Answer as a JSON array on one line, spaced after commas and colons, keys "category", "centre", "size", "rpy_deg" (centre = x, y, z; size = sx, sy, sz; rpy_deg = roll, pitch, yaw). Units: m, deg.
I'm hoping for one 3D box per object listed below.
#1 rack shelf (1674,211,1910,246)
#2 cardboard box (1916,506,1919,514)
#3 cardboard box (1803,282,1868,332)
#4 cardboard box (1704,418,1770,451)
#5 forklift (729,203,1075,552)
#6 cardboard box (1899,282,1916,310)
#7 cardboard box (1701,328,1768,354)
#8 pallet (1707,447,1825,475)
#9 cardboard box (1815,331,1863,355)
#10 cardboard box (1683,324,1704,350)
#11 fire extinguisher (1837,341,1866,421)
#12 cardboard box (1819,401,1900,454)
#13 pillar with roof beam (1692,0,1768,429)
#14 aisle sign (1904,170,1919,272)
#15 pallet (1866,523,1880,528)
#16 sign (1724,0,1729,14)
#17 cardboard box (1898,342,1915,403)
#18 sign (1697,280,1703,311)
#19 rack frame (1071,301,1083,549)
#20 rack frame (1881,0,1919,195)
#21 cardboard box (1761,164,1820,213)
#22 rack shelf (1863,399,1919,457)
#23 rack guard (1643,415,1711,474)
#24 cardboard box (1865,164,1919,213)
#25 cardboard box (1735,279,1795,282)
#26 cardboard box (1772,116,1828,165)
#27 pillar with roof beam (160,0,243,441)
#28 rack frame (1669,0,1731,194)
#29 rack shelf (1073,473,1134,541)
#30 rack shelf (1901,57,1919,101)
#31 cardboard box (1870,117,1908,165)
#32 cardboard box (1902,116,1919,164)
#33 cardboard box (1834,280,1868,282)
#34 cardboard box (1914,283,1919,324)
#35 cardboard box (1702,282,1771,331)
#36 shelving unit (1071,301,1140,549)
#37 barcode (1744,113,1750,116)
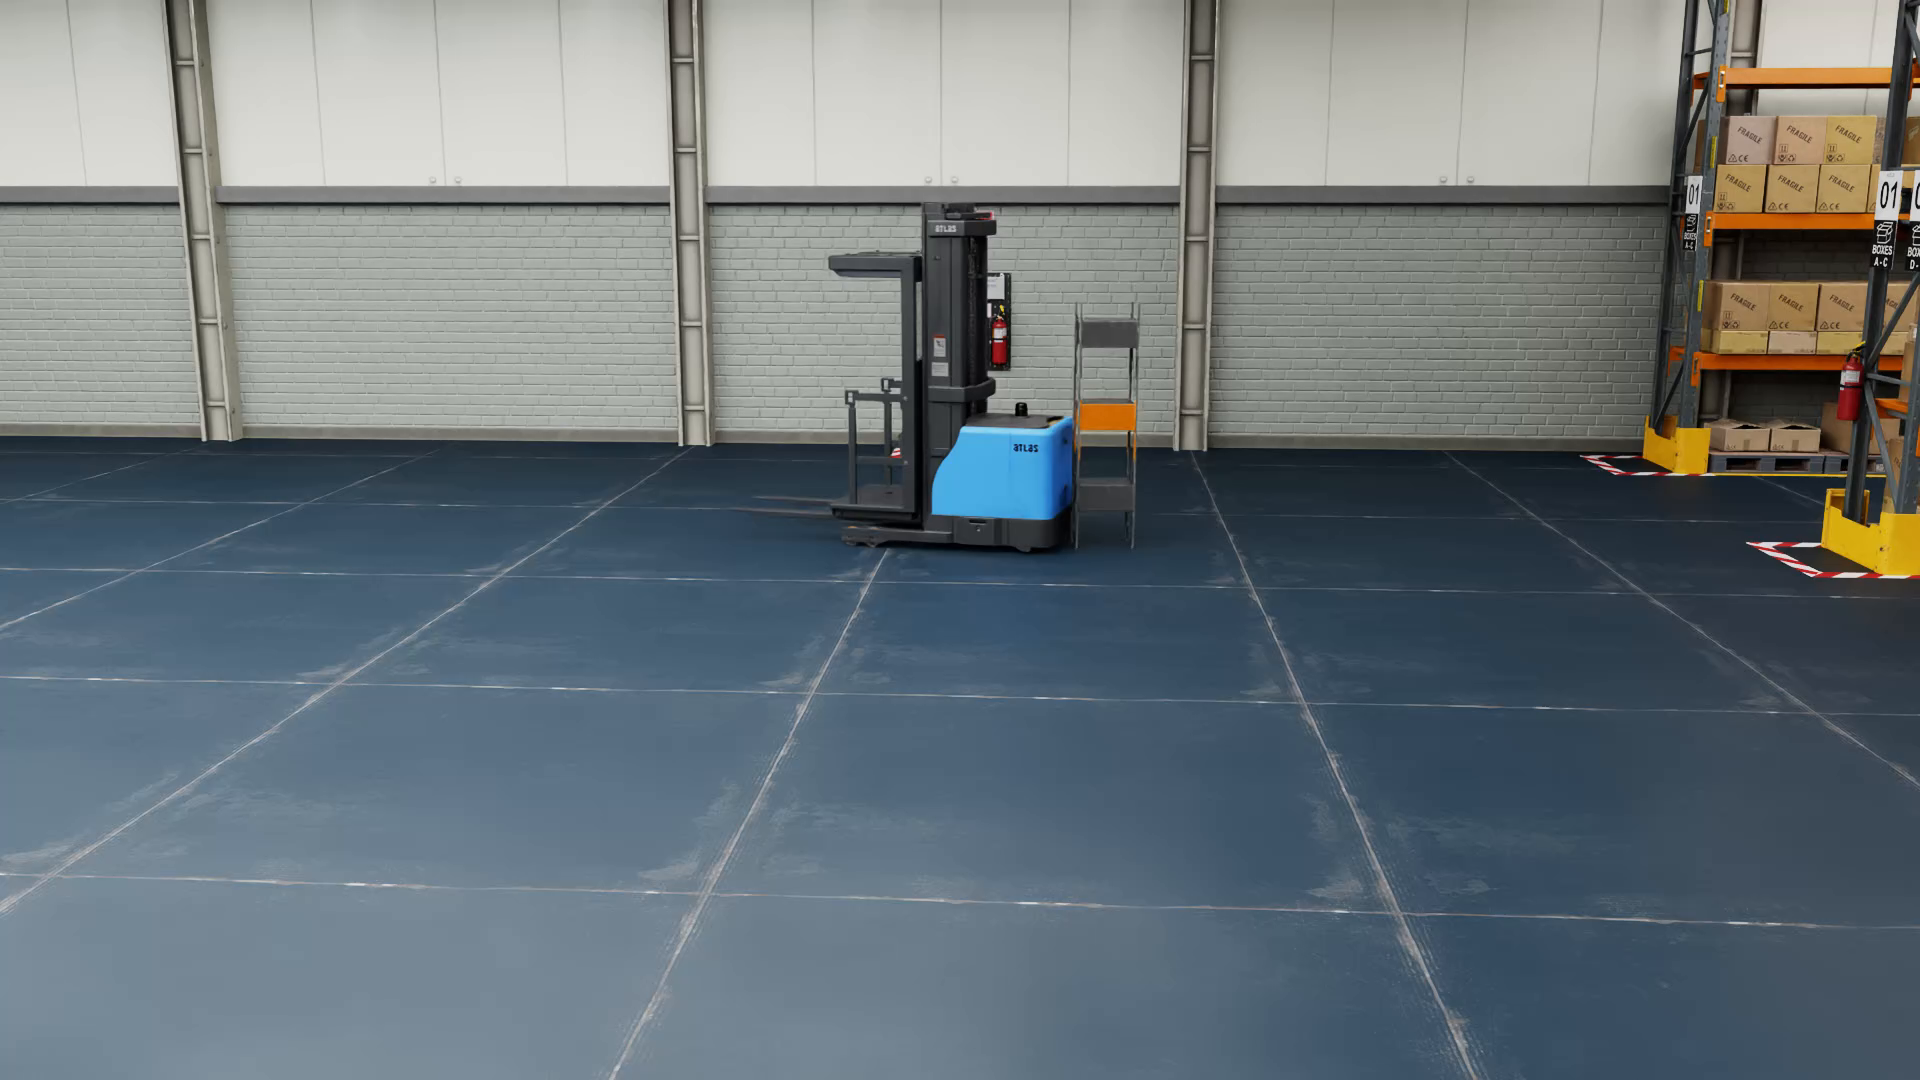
[{"category": "rack shelf", "centre": [9.991, -3.402, 18.137], "size": [4.000, 0.370, 1.077], "rpy_deg": [1, 12, 4]}, {"category": "cardboard box", "centre": [8.188, -0.108, 13.649], "size": [0.500, 0.250, 0.500], "rpy_deg": [1, 12, 4]}, {"category": "cardboard box", "centre": [9.459, -2.532, 18.031], "size": [0.500, 0.500, 0.500], "rpy_deg": [0, 12, 2]}, {"category": "cardboard box", "centre": [8.679, -1.185, 18.598], "size": [0.500, 0.311, 0.500], "rpy_deg": [-1, 12, -3]}, {"category": "forklift", "centre": [-0.542, -1.479, 14.682], "size": [3.031, 2.935, 1.130], "rpy_deg": [3, 12, 15]}, {"category": "cardboard box", "centre": [10.494, -2.520, 17.976], "size": [0.500, 0.500, 0.500], "rpy_deg": [0, 12, 2]}, {"category": "cardboard box", "centre": [8.461, -2.178, 18.172], "size": [0.500, 0.250, 0.500], "rpy_deg": [0, 12, 2]}, {"category": "pallet", "centre": [8.879, -0.929, 18.694], "size": [1.213, 0.211, 1.003], "rpy_deg": [1, 12, 4]}, {"category": "cardboard box", "centre": [9.488, -2.166, 18.113], "size": [0.500, 0.250, 0.500], "rpy_deg": [1, 12, 3]}, {"category": "cardboard box", "centre": [8.475, -2.283, 18.673], "size": [0.500, 0.250, 0.500], "rpy_deg": [1, 12, 5]}, {"category": "fire extinguisher", "centre": [7.581, -1.360, 14.132], "size": [0.183, 0.674, 0.296], "rpy_deg": [1, 12, 4]}, {"category": "cardboard box", "centre": [9.977, -1.249, 18.445], "size": [0.500, 0.500, 0.700], "rpy_deg": [0, 12, 0]}, {"category": "pillar with roof beam", "centre": [8.464, -4.537, 14.482], "size": [0.400, 9.000, 9.100], "rpy_deg": [1, 12, 4]}, {"category": "aisle sign", "centre": [7.582, -2.512, 13.102], "size": [0.004, 0.787, 0.394], "rpy_deg": [1, 12, 4]}, {"category": "pallet", "centre": [8.434, 0.065, 13.939], "size": [1.213, 0.211, 1.003], "rpy_deg": [1, 12, 4]}, {"category": "sign", "centre": [7.959, -5.635, 17.253], "size": [0.005, 0.325, 0.100], "rpy_deg": [1, 12, 4]}, {"category": "cardboard box", "centre": [8.133, -1.341, 13.610], "size": [0.500, 0.500, 0.700], "rpy_deg": [1, 12, 4]}, {"category": "sign", "centre": [7.959, -2.626, 17.883], "size": [0.005, 0.325, 0.100], "rpy_deg": [1, 12, 4]}, {"category": "rack frame", "centre": [1.005, -0.988, 14.351], "size": [0.015, 2.100, 0.400], "rpy_deg": [0, 12, -3]}, {"category": "rack frame", "centre": [7.668, -4.238, 13.049], "size": [0.127, 3.000, 1.000], "rpy_deg": [1, 12, 4]}, {"category": "cardboard box", "centre": [8.846, -3.770, 17.846], "size": [0.500, 0.500, 0.500], "rpy_deg": [2, 12, 8]}, {"category": "rack shelf", "centre": [9.663, -0.922, 13.606], "size": [4.000, 0.370, 1.077], "rpy_deg": [1, 12, 4]}, {"category": "rack guard", "centre": [8.071, -1.089, 18.752], "size": [0.348, 0.500, 1.175], "rpy_deg": [1, 12, 4]}, {"category": "cardboard box", "centre": [9.900, -3.761, 17.801], "size": [0.500, 0.500, 0.500], "rpy_deg": [2, 12, 7]}, {"category": "cardboard box", "centre": [8.981, -2.645, 18.572], "size": [0.500, 0.500, 0.500], "rpy_deg": [1, 12, 5]}, {"category": "cardboard box", "centre": [8.860, -4.258, 17.735], "size": [0.500, 0.500, 0.500], "rpy_deg": [1, 12, 3]}, {"category": "pillar with roof beam", "centre": [-9.496, -4.784, 15.659], "size": [0.400, 9.000, 9.100], "rpy_deg": [1, 12, 4]}, {"category": "rack frame", "centre": [7.995, -5.250, 17.887], "size": [0.127, 3.000, 1.000], "rpy_deg": [1, 12, 4]}, {"category": "rack shelf", "centre": [1.245, -0.291, 14.509], "size": [0.480, 0.518, 0.431], "rpy_deg": [0, 12, -3]}, {"category": "rack shelf", "centre": [9.663, -3.663, 13.033], "size": [4.000, 0.370, 1.077], "rpy_deg": [1, 12, 4]}, {"category": "cardboard box", "centre": [9.980, -4.352, 18.188], "size": [0.500, 0.500, 0.500], "rpy_deg": [1, 12, 4]}, {"category": "cardboard box", "centre": [10.399, -4.237, 17.635], "size": [0.500, 0.500, 0.500], "rpy_deg": [0, 12, 2]}, {"category": "cardboard box", "centre": [10.000, -2.632, 18.509], "size": [0.500, 0.500, 0.500], "rpy_deg": [1, 12, 5]}, {"category": "cardboard box", "centre": [8.186, -1.976, 13.474], "size": [0.500, 0.500, 0.700], "rpy_deg": [1, 12, 4]}, {"category": "cardboard box", "centre": [8.451, -2.549, 18.113], "size": [0.500, 0.500, 0.500], "rpy_deg": [1, 12, 4]}, {"category": "shelving unit", "centre": [1.249, -0.989, 14.363], "size": [0.503, 2.100, 0.431], "rpy_deg": [0, 12, -3]}, {"category": "barcode", "centre": [8.737, -4.706, 18.462], "size": [0.075, 0.075, 0.001], "rpy_deg": [1, 12, 4]}]
